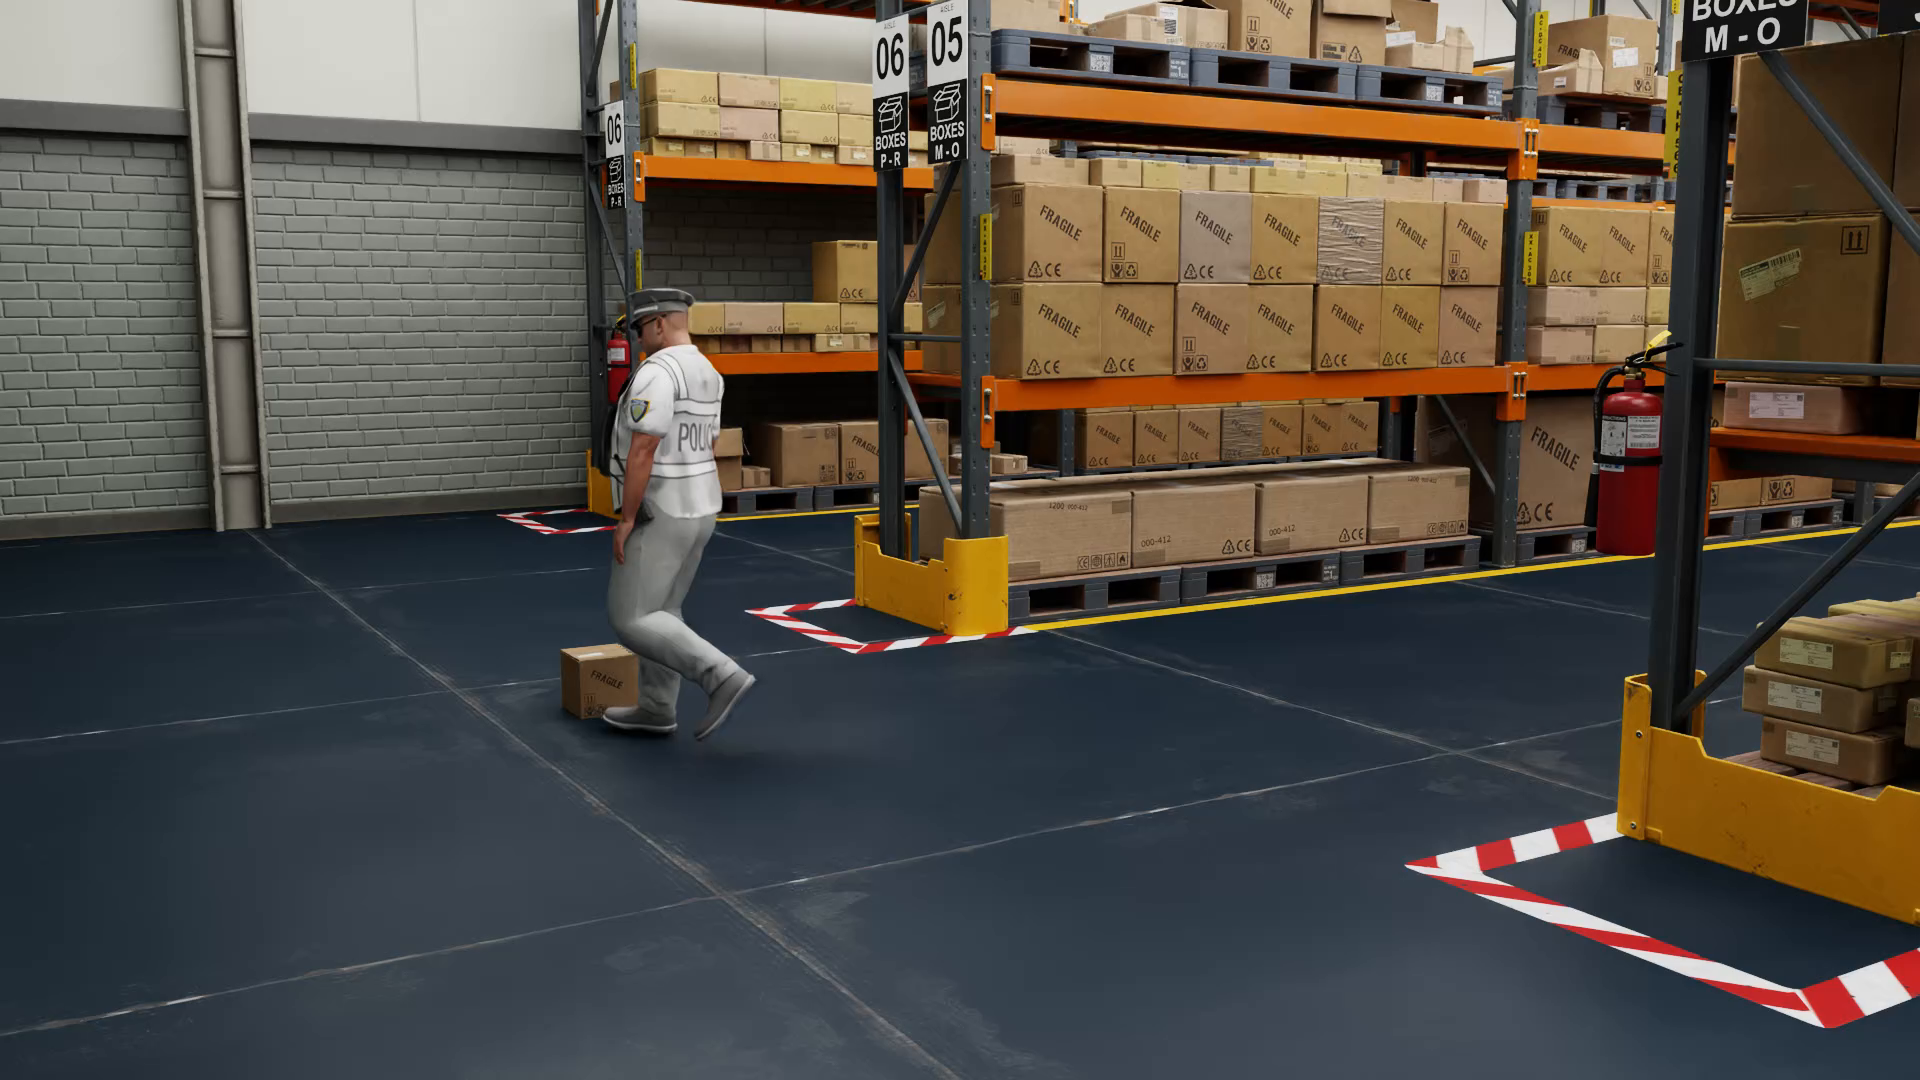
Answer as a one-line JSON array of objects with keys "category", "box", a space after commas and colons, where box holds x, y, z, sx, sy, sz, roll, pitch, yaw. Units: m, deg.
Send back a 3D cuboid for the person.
[{"category": "person", "box": [-1.101, -0.087, 6.335, 0.743, 1.725, 0.559, 2, 8, 15]}]
